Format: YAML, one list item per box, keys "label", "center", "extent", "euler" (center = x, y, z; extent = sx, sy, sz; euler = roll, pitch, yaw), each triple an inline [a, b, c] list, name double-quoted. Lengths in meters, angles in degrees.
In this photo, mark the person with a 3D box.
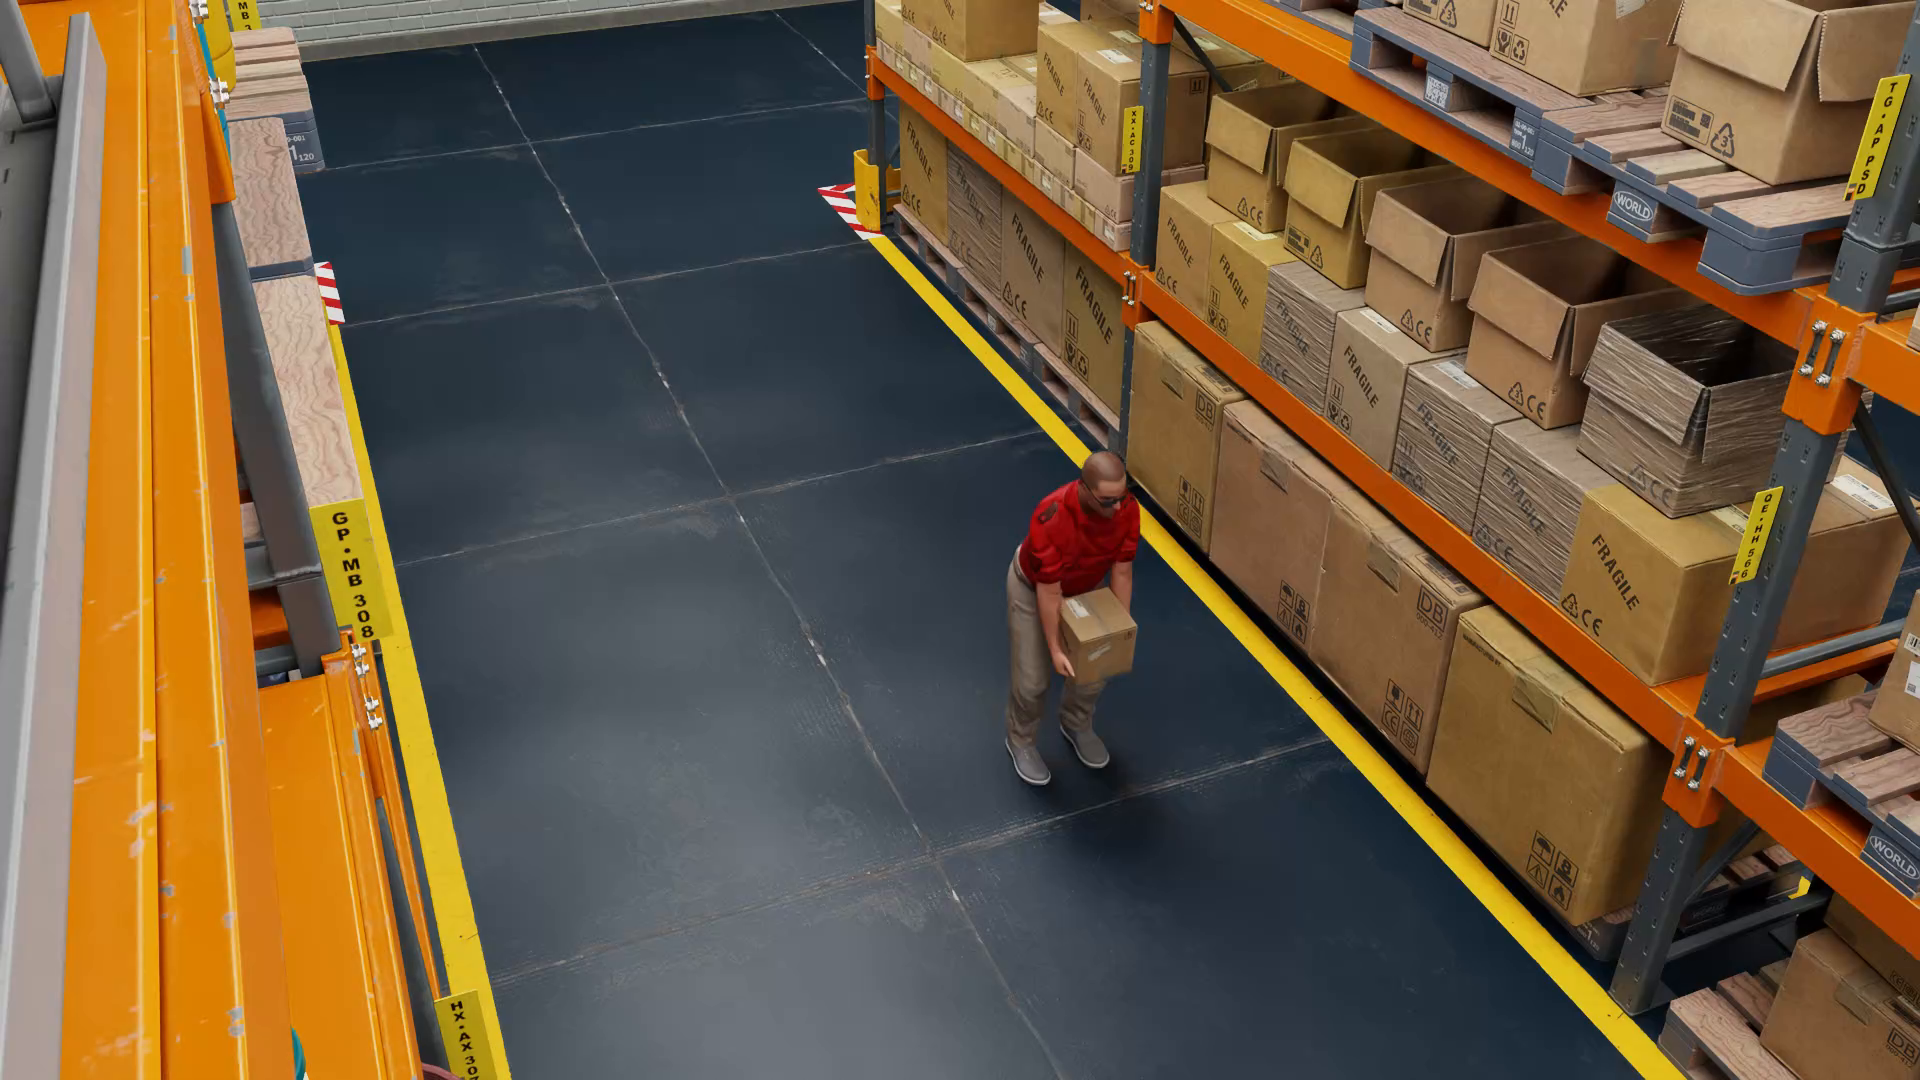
- label: "person"
  center: [0.460, 0.288, 6.790]
  extent: [0.477, 1.657, 0.598]
  euler: [-14, 36, -20]
